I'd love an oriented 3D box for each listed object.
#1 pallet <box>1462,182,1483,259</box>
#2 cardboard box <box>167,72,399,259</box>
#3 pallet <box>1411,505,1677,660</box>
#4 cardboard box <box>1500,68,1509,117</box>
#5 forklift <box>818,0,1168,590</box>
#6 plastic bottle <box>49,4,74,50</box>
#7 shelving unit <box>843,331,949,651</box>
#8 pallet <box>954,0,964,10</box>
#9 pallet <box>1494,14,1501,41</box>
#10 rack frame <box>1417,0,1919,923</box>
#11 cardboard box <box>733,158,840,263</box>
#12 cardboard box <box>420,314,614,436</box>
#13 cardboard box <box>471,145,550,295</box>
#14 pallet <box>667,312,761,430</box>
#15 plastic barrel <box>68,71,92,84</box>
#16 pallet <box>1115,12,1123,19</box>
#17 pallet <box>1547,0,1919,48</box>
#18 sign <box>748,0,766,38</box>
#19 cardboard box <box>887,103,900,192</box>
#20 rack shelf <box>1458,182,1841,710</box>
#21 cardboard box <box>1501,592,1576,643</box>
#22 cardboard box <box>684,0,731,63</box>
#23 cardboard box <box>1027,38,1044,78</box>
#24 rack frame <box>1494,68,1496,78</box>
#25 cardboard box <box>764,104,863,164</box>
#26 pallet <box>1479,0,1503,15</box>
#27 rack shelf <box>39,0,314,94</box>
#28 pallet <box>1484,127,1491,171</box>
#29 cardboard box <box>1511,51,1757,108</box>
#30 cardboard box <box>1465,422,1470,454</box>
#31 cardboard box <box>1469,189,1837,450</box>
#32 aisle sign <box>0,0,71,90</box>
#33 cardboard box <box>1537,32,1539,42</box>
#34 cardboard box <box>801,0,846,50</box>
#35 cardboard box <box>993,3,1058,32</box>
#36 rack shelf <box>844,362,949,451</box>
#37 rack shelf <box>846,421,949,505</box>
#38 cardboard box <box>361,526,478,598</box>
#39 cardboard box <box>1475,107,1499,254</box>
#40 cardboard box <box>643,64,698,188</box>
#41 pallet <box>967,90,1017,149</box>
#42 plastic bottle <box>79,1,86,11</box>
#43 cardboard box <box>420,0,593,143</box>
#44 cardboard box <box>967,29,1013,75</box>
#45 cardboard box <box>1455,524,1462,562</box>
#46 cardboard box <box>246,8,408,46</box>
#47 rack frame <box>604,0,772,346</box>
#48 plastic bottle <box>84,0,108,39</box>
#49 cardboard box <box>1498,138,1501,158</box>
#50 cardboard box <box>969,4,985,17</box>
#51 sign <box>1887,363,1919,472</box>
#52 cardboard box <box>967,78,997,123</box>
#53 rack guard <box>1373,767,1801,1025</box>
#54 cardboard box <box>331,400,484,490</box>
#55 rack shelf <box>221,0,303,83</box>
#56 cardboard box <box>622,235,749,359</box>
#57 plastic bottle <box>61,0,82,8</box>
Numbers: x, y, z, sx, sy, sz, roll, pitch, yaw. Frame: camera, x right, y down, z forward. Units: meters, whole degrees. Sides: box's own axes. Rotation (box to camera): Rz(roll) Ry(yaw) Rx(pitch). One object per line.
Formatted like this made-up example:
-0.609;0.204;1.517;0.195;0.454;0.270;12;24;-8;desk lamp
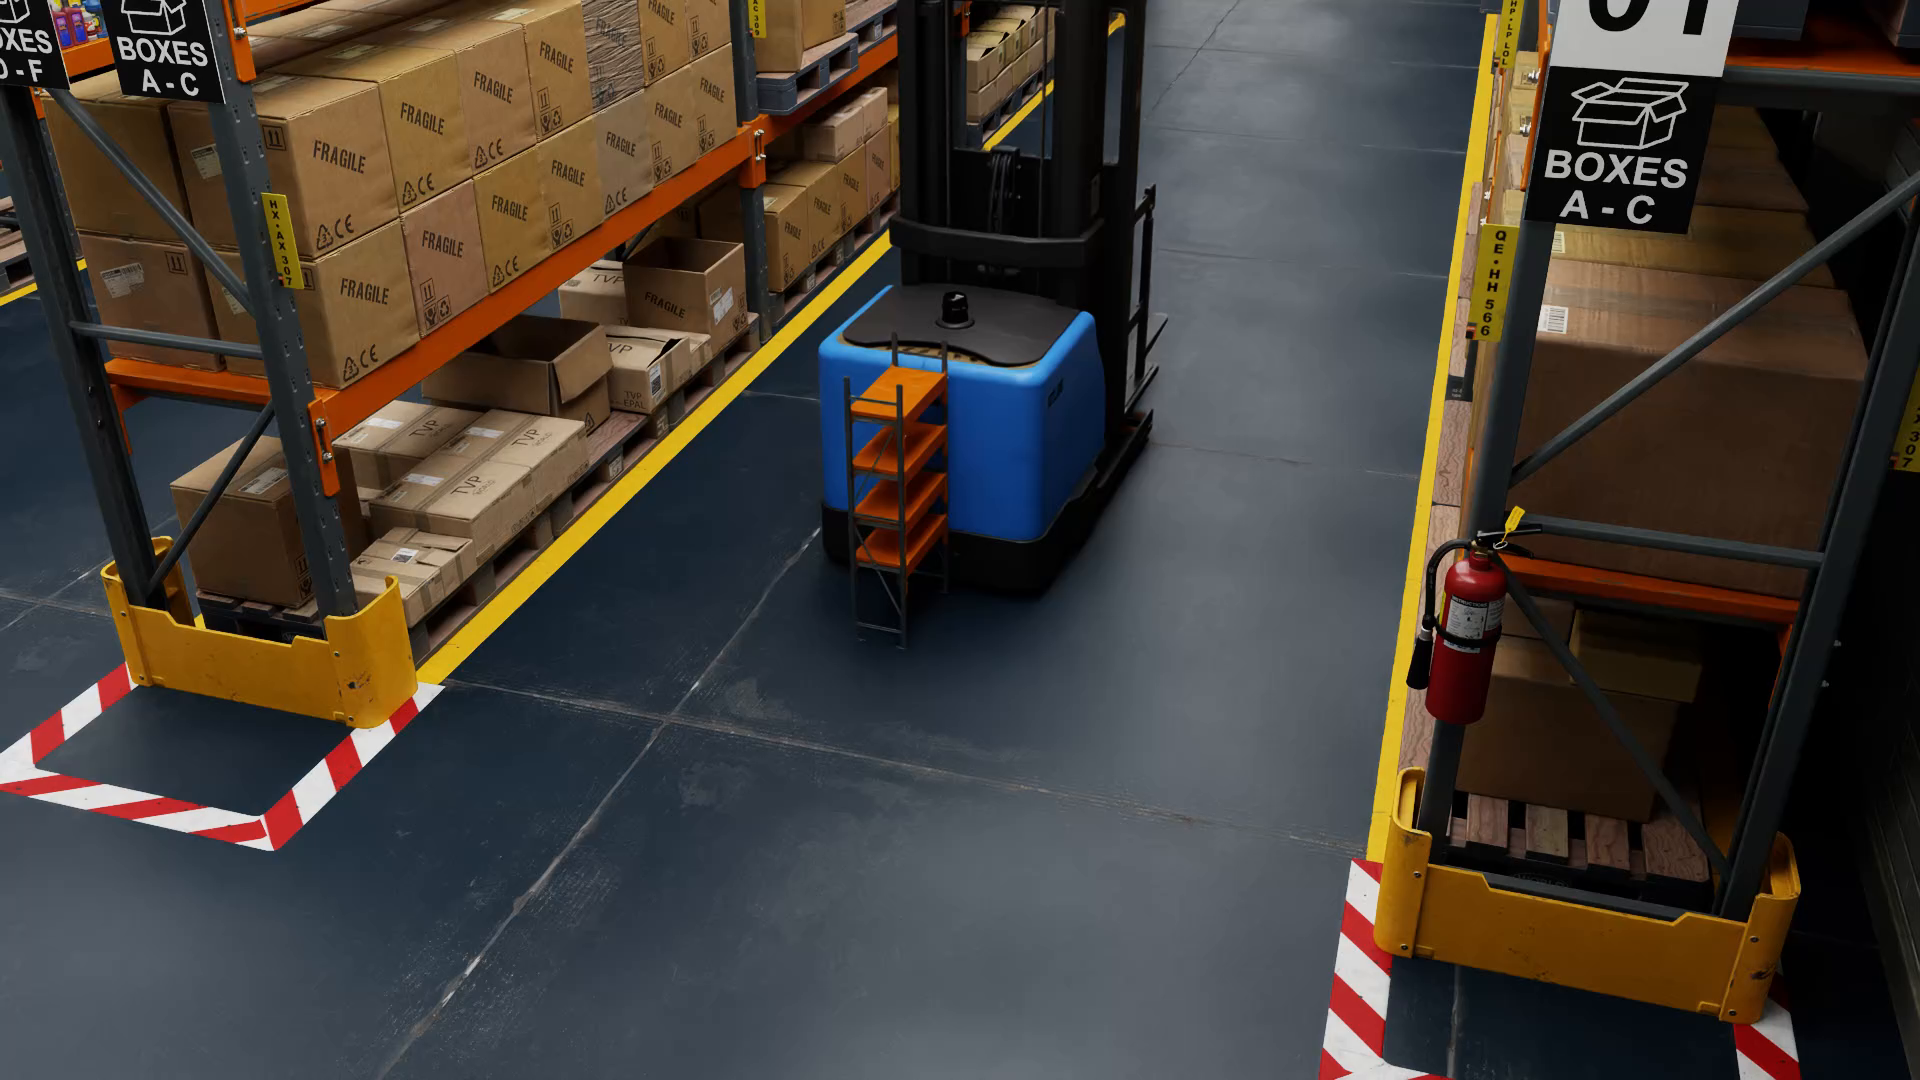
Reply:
3.991;-2.138;11.375;1.003;0.211;1.213;8;30;15;pallet
-2.408;-1.348;5.957;0.500;0.500;0.500;9;30;16;cardboard box
2.466;0.277;7.035;1.003;0.211;1.213;8;30;15;pallet
3.155;-2.524;8.773;0.500;0.500;0.500;9;30;15;cardboard box
0.364;-1.762;7.903;1.130;2.935;3.031;10;31;18;forklift
-5.835;-3.325;10.762;0.061;0.283;0.133;8;30;15;plastic bottle
-0.250;-0.197;6.870;0.258;1.200;0.503;10;31;18;shelving unit
-0.574;-4.008;12.067;1.213;0.211;1.003;8;30;15;pallet
5.988;-5.238;16.949;1.003;0.211;1.213;8;30;15;pallet
1.946;0.006;4.654;1.000;3.000;0.127;8;30;15;rack frame
-1.095;-2.097;10.553;0.500;0.500;0.500;9;30;16;cardboard box
-2.163;-0.785;8.192;0.797;0.503;0.637;8;30;15;cardboard box
-2.111;-1.385;7.051;0.500;0.500;0.500;8;30;15;cardboard box
-1.819;-1.020;9.367;1.003;0.211;1.213;8;30;15;pallet
-6.174;-2.783;11.394;0.600;0.901;0.708;8;30;15;plastic barrel
1.362;-5.990;18.300;1.003;0.211;1.213;8;30;15;pallet
2.154;-1.612;4.568;1.003;0.211;1.213;8;30;15;pallet
-1.095;-2.862;8.919;0.100;0.325;0.005;8;30;15;sign
-0.644;-2.808;11.831;0.500;0.500;0.500;7;30;13;cardboard box
2.533;-0.609;6.499;1.077;0.370;4.000;8;30;15;rack shelf
1.920;0.206;5.766;0.380;0.149;0.250;8;30;14;cardboard box
-1.517;-2.767;8.506;0.500;0.500;0.500;9;30;15;cardboard box
0.437;-4.315;14.817;0.500;0.250;0.500;9;30;16;cardboard box
5.469;-5.571;14.678;1.000;3.000;0.127;8;30;15;rack frame
-0.948;-2.640;10.758;0.500;0.250;0.500;9;30;15;cardboard box
4.402;-3.974;12.006;1.213;0.211;1.003;8;30;15;pallet
-5.763;-3.882;12.382;1.077;0.370;4.000;8;30;15;rack shelf
4.525;-2.856;12.667;1.003;0.211;1.213;8;30;15;pallet
2.946;-1.734;7.473;0.980;0.700;0.700;9;30;16;cardboard box
2.803;-0.611;7.902;0.700;0.500;0.500;9;30;16;cardboard box
2.289;-0.703;5.620;0.980;0.700;0.700;8;30;14;cardboard box
-3.103;-1.847;5.311;0.394;0.787;0.004;8;30;15;aisle sign
3.013;-2.616;8.167;0.500;0.250;0.500;9;30;16;cardboard box
-1.122;-3.302;10.065;0.700;0.500;0.500;13;32;23;cardboard box
0.592;-4.799;15.111;0.500;0.311;0.500;8;30;15;cardboard box
-0.250;-0.540;6.679;0.258;0.148;0.480;10;31;18;rack shelf
-0.250;-0.334;6.794;0.258;0.148;0.480;10;31;18;rack shelf
-2.265;0.085;6.973;0.380;0.166;0.250;8;30;15;cardboard box
3.690;-2.227;10.446;0.750;0.750;0.750;8;30;15;cardboard box
-1.668;-2.093;8.324;0.500;0.500;0.500;9;30;16;cardboard box
-0.163;-3.575;13.960;1.003;0.211;1.213;8;30;15;pallet
-5.867;-3.520;11.196;0.097;0.201;0.097;0;29;0;plastic bottle
-1.962;-2.060;7.237;0.500;0.500;0.500;8;30;14;cardboard box
0.139;-4.091;13.837;0.500;0.311;0.500;8;30;14;cardboard box
2.350;0.109;6.608;0.700;0.500;0.500;8;30;13;cardboard box
-2.627;-1.902;6.953;0.500;0.500;0.500;9;30;16;cardboard box
-1.616;-2.558;9.263;1.000;3.000;0.127;8;30;15;rack frame
-5.751;-3.483;11.058;0.097;0.271;0.097;0;29;0;plastic bottle
3.001;-2.070;8.623;0.380;0.149;0.250;9;30;16;cardboard box
-0.077;-4.632;14.810;0.500;0.311;0.500;9;30;16;cardboard box
2.475;-0.325;4.276;0.100;0.325;0.005;8;30;15;sign
-0.008;-3.600;13.533;0.500;0.250;0.500;8;30;15;cardboard box
1.939;1.110;5.241;1.175;0.500;0.348;8;30;15;rack guard
-2.559;-0.415;7.786;0.500;0.250;0.500;8;30;15;cardboard box
-2.203;-2.625;7.038;1.077;0.370;4.000;8;30;15;rack shelf
-1.512;-1.353;9.215;0.500;0.500;0.500;8;30;15;cardboard box
-6.201;-3.784;11.518;0.144;0.351;0.185;8;30;15;plastic bottle
